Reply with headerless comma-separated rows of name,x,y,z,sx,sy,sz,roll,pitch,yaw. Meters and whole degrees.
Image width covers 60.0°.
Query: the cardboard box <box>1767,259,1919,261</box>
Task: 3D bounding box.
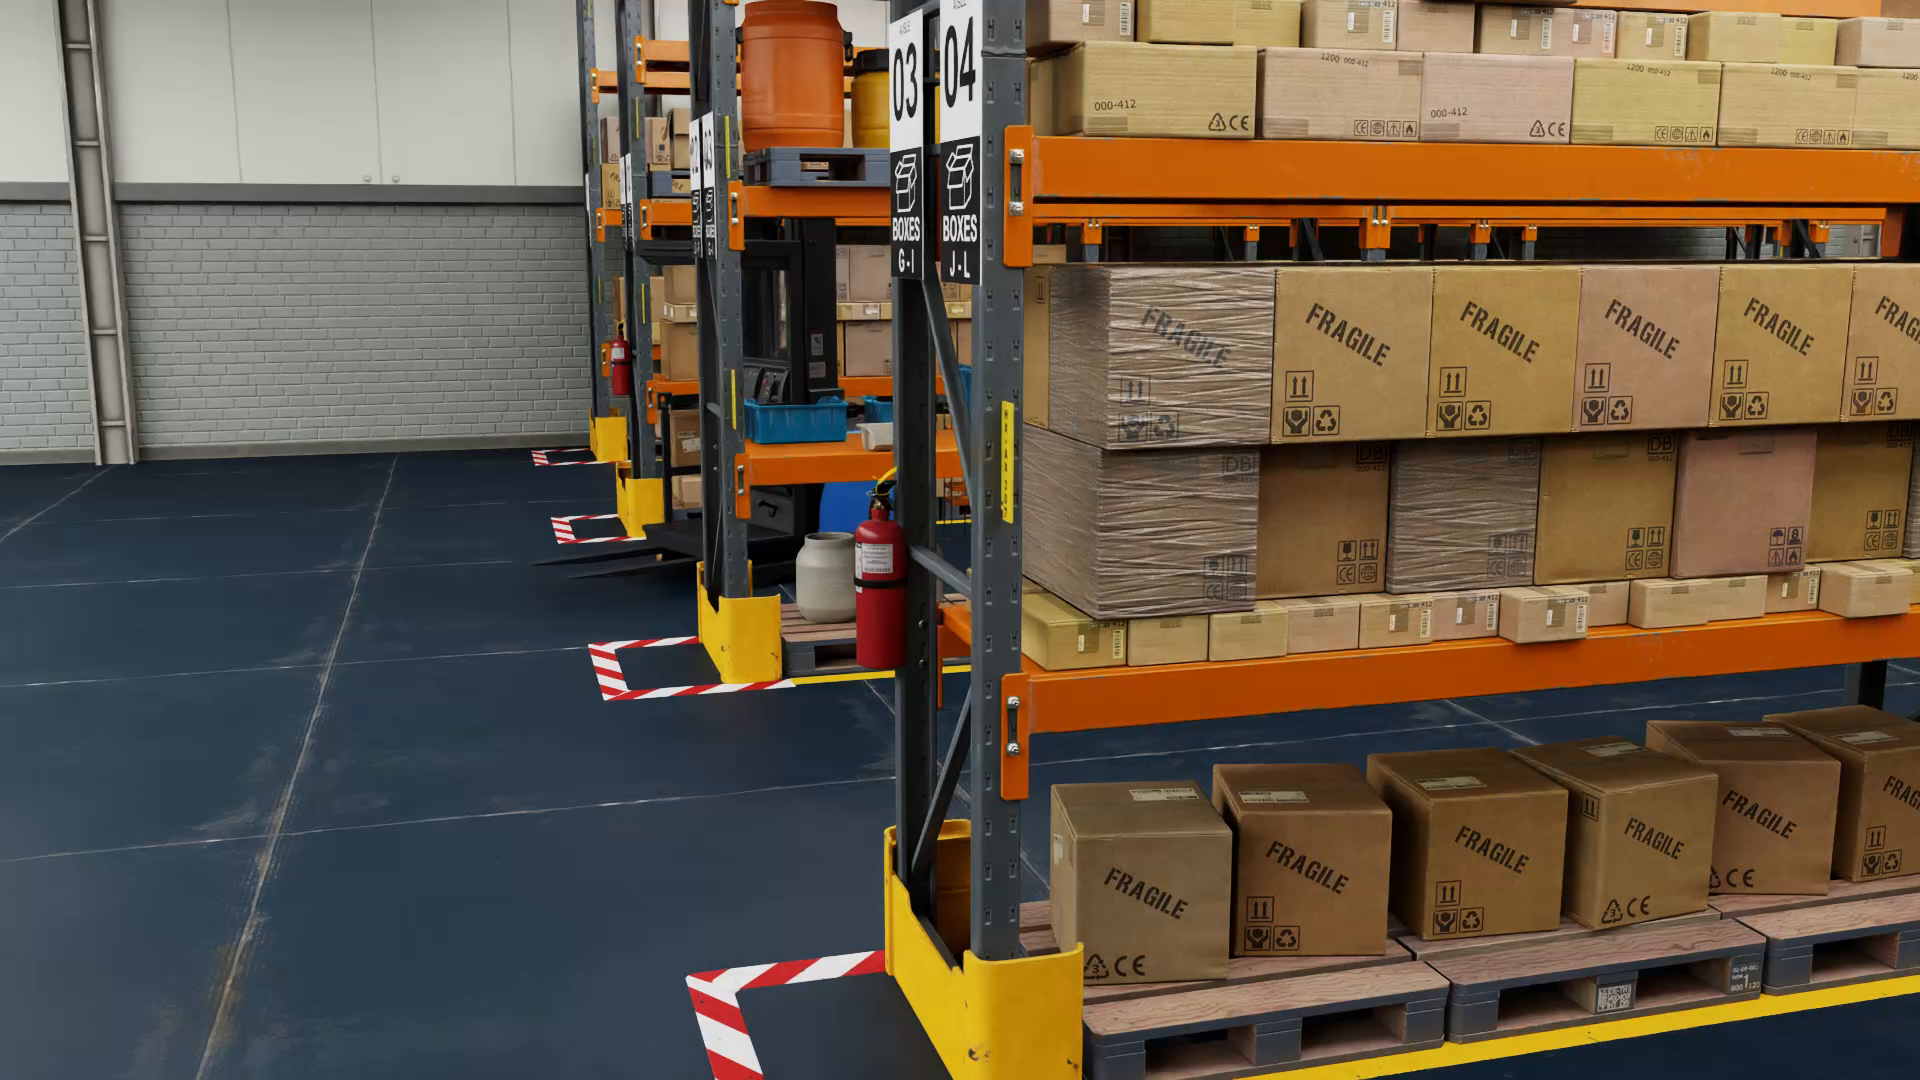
cardboard box,3.314,-0.792,6.206,0.500,0.500,0.500,-3,11,-16

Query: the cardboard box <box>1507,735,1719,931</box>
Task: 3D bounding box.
cardboard box,2.300,1.028,5.922,0.500,0.500,0.500,-4,11,-21

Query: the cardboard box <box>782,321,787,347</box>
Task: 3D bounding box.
cardboard box,-1.834,-1.701,14.728,0.500,0.500,0.700,-3,11,-14

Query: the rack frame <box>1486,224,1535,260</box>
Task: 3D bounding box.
rack frame,7.345,-3.072,22.447,0.127,3.000,1.000,-3,11,-16

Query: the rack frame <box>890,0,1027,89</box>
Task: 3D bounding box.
rack frame,-0.024,-2.832,4.573,0.127,3.000,1.000,-3,11,-16

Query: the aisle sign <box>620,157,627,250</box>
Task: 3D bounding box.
aisle sign,-2.934,-2.930,14.495,0.004,0.787,0.394,-3,11,-16

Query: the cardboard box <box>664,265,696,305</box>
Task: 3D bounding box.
cardboard box,-2.286,-2.315,14.476,0.500,0.500,0.700,-3,11,-16

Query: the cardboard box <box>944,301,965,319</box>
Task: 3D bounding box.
cardboard box,-0.127,-2.072,14.948,0.250,0.149,0.380,-3,11,-16

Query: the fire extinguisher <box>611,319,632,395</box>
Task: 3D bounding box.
fire extinguisher,-3.032,-1.640,14.885,0.183,0.674,0.296,-3,11,-16

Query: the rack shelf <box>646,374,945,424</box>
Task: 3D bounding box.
rack shelf,-0.869,-1.351,15.086,4.000,0.370,1.077,-3,11,-16

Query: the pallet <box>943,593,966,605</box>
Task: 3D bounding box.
pallet,0.602,0.516,10.661,1.213,0.211,1.003,-3,11,-16

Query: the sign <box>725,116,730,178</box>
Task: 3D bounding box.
sign,-1.258,-2.126,9.000,0.005,0.325,0.100,-3,11,-16

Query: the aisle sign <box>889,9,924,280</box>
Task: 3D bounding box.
aisle sign,-0.167,-1.209,5.147,0.004,0.787,0.394,-3,11,-16

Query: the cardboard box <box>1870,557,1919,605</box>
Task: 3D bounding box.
cardboard box,3.193,0.115,5.830,0.250,0.149,0.380,-3,11,-16

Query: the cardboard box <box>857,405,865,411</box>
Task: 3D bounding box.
cardboard box,-0.921,-0.984,15.468,0.500,0.500,0.500,-3,11,-16

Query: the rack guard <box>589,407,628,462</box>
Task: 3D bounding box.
rack guard,-4.104,-1.239,19.395,0.348,0.500,1.175,-3,11,-16

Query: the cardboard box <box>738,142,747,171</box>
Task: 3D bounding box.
cardboard box,-1.757,-3.384,14.728,0.500,0.250,0.500,-3,11,-16

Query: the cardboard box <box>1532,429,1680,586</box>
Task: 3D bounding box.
cardboard box,1.934,-0.187,5.679,0.500,0.500,0.875,-3,11,-16

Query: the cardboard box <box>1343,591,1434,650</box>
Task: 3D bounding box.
cardboard box,1.282,0.222,5.248,0.250,0.149,0.380,-3,11,-16

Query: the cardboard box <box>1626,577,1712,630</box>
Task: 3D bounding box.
cardboard box,2.248,0.175,5.503,0.250,0.149,0.380,-3,11,-16

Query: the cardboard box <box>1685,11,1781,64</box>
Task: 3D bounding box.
cardboard box,2.322,-1.547,5.192,0.250,0.149,0.380,-2,11,-13

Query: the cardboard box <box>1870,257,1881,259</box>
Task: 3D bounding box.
cardboard box,9.759,-2.753,17.677,0.500,0.500,0.500,-3,11,-18

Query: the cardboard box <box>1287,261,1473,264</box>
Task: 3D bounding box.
cardboard box,1.395,-0.690,5.652,0.500,0.500,0.500,-3,11,-16

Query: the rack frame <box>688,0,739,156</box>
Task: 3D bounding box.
rack frame,-1.408,-3.693,9.250,0.127,3.000,1.000,-3,11,-16

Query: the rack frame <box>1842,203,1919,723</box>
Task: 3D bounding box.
rack frame,3.817,-0.084,6.216,0.127,3.000,1.000,-3,11,-16

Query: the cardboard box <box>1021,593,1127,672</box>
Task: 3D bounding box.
cardboard box,0.317,0.269,4.992,0.250,0.149,0.380,-3,11,-16

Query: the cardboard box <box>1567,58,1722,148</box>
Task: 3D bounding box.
cardboard box,1.980,-1.341,5.174,0.500,0.250,0.500,-3,11,-14

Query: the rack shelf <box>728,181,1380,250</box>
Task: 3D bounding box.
rack shelf,0.512,-1.965,10.136,4.000,0.370,1.077,-3,11,-16

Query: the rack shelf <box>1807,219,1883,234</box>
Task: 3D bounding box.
rack shelf,8.193,-2.370,12.335,4.000,0.370,1.077,-3,11,-16

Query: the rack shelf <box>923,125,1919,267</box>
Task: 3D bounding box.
rack shelf,1.897,-1.104,5.459,4.000,0.370,1.077,-3,11,-16

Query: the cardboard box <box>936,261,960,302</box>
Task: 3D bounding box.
cardboard box,-0.339,-2.418,15.039,0.500,0.500,0.700,-3,11,-16

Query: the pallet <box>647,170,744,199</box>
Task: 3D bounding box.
pallet,-2.103,-3.066,14.378,1.213,0.211,1.003,-3,11,-16

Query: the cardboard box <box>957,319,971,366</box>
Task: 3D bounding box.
cardboard box,0.123,-1.804,15.283,0.500,0.500,0.700,-3,11,-17

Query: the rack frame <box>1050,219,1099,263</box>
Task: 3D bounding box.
rack frame,1.052,-1.806,15.571,0.127,3.000,1.000,-3,11,-16

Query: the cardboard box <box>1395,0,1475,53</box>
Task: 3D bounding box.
cardboard box,1.305,-1.496,4.916,0.250,0.149,0.380,-3,11,-16

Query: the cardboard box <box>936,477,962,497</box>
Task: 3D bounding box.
cardboard box,-0.291,-0.547,15.169,0.500,0.250,0.500,-3,11,-16

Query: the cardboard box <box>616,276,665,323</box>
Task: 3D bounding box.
cardboard box,-3.635,-2.741,18.939,0.500,0.500,0.500,-3,11,-16

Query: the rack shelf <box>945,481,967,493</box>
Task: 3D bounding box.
rack shelf,-0.014,-0.428,13.964,0.180,0.103,0.258,-3,11,-16

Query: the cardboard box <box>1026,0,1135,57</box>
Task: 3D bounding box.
cardboard box,0.305,-1.452,4.679,0.250,0.149,0.380,-3,11,-16

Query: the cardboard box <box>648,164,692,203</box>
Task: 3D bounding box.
cardboard box,-3.261,-3.993,18.835,0.500,0.500,0.500,-2,11,-12

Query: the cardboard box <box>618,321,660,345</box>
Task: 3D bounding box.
cardboard box,-3.620,-2.370,18.994,0.500,0.250,0.500,-3,11,-18

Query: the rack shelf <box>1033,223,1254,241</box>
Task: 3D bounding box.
rack shelf,1.584,-3.889,20.591,4.000,0.370,1.077,-3,11,-16

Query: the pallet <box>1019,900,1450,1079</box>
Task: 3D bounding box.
pallet,0.839,1.451,5.579,1.213,0.211,1.003,-3,11,-16

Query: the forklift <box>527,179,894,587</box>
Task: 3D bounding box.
forklift,-1.722,-1.181,12.369,3.031,2.935,1.130,-9,13,-39

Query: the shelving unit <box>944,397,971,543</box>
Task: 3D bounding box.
shelving unit,-0.014,-0.589,13.934,0.189,1.200,0.258,-3,11,-16

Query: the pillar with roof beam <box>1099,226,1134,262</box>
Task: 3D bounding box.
pillar with roof beam,3.217,-5.156,17.198,0.400,9.000,9.100,-3,11,-16

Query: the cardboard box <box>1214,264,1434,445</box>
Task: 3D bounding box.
cardboard box,1.063,-0.573,5.014,0.500,0.500,0.500,-3,11,-16

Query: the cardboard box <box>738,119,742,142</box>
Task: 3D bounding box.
cardboard box,-2.755,-4.512,18.893,0.500,0.500,0.500,-3,11,-14

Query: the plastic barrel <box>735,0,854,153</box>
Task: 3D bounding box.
plastic barrel,-0.977,-2.682,9.698,0.708,0.830,0.600,-3,11,-16

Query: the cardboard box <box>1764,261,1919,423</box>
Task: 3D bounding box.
cardboard box,2.982,-0.675,5.567,0.500,0.500,0.500,-3,11,-16

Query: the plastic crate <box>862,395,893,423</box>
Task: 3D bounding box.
plastic crate,-0.386,-0.778,10.400,0.408,0.251,0.499,-3,11,-16

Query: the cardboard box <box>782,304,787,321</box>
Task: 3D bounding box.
cardboard box,-1.616,-1.993,14.518,0.250,0.149,0.380,-3,11,-17

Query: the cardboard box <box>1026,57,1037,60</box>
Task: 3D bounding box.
cardboard box,0.156,-1.547,5.193,0.250,0.149,0.380,-3,11,-16

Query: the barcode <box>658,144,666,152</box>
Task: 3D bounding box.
barcode,-2.634,-3.463,14.686,0.075,0.075,0.001,-3,11,-16
